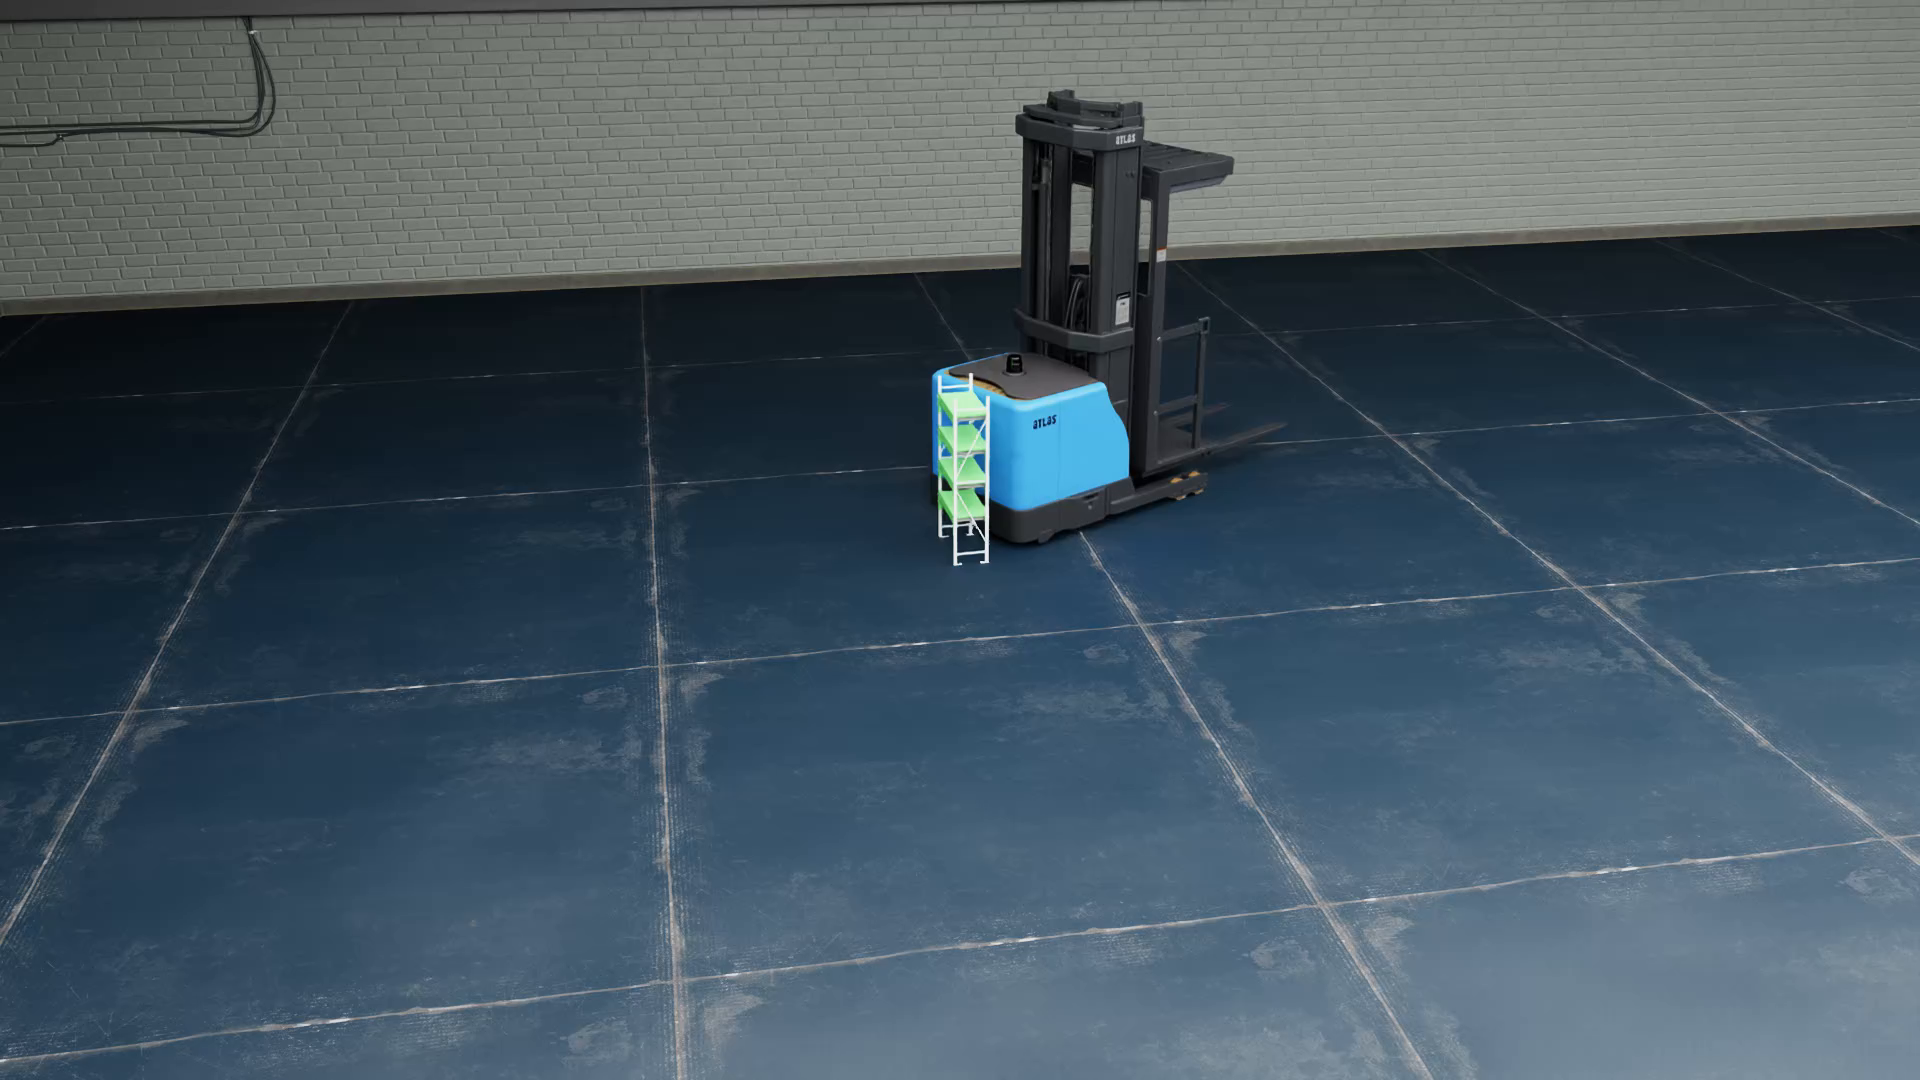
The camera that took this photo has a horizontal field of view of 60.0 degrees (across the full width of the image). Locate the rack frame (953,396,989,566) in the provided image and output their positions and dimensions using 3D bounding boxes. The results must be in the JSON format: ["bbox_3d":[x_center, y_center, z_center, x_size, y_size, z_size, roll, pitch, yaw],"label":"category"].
[{"bbox_3d":[0.075,-0.384,11.131,0.240,1.200,0.015,-5,24,-12],"label":"rack frame"}]

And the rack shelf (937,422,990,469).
[{"bbox_3d":[0.021,-0.641,11.278,0.258,0.148,0.480,-5,24,-12],"label":"rack shelf"}]

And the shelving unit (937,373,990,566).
[{"bbox_3d":[0.021,-0.480,11.349,0.258,1.200,0.503,-5,24,-12],"label":"shelving unit"}]

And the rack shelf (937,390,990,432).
[{"bbox_3d":[0.021,-0.861,11.182,0.258,0.148,0.480,-5,24,-12],"label":"rack shelf"}]

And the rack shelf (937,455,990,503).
[{"bbox_3d":[0.021,-0.421,11.375,0.258,0.148,0.480,-5,24,-12],"label":"rack shelf"}]

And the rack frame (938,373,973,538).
[{"bbox_3d":[-0.033,-0.575,11.567,0.240,1.200,0.015,-5,24,-12],"label":"rack frame"}]

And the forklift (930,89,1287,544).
[{"bbox_3d":[1.243,-1.786,12.178,3.031,2.935,1.130,-18,30,-36],"label":"forklift"}]

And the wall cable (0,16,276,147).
[{"bbox_3d":[-8.369,-5.090,16.040,3.097,2.526,0.112,-4,24,-10],"label":"wall cable"}]

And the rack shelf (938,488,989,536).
[{"bbox_3d":[0.021,-0.201,11.471,0.258,0.148,0.480,-5,24,-12],"label":"rack shelf"}]
